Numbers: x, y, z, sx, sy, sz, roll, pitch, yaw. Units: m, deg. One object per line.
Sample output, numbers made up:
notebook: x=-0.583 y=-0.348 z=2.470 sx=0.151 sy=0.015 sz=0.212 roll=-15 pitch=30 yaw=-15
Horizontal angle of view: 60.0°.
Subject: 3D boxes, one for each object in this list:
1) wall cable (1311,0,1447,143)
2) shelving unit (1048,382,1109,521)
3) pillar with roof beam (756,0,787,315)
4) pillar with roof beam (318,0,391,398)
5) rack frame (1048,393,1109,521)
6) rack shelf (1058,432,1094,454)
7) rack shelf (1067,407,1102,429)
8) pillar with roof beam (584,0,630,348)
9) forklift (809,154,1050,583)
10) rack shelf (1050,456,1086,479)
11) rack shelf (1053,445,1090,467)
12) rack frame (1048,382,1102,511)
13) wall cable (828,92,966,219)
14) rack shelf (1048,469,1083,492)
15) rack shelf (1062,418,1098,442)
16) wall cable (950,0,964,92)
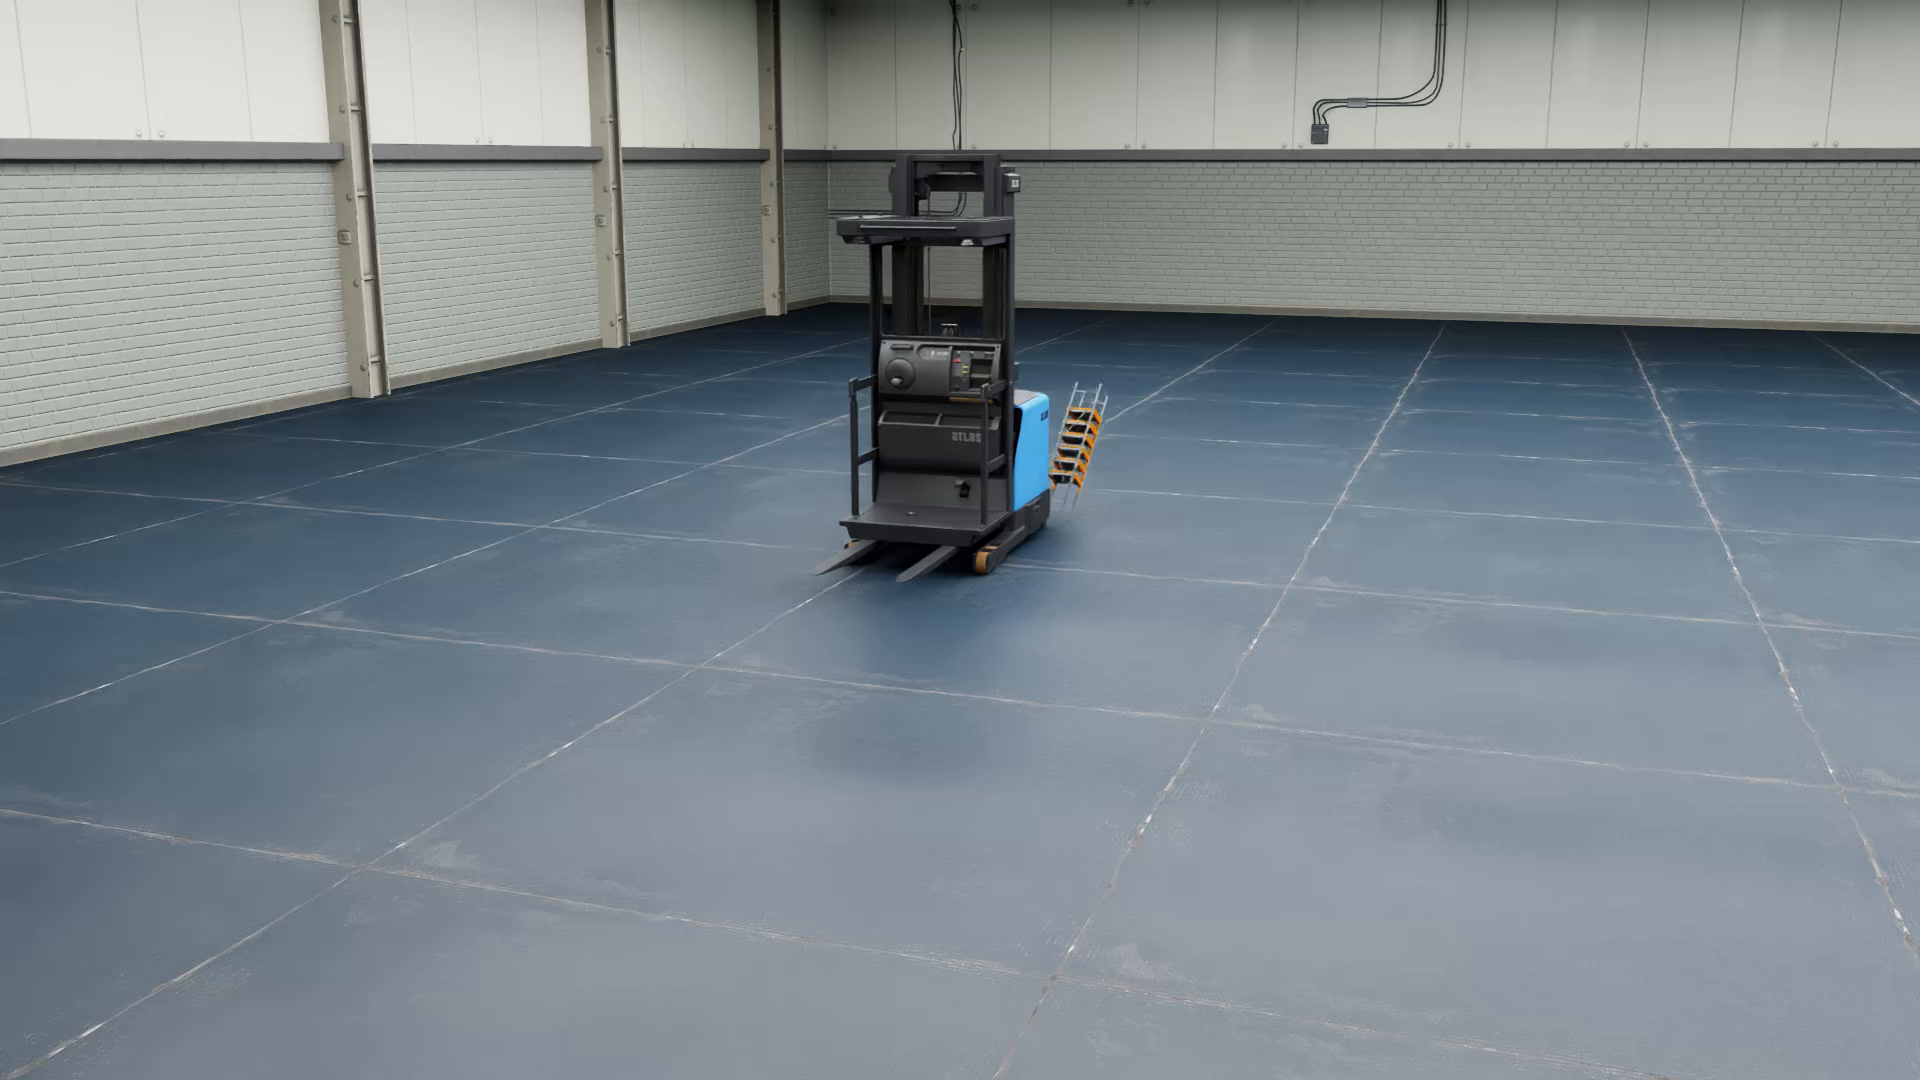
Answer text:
wall cable: x=7.632 y=-10.233 z=29.957 sx=2.305 sy=6.003 sz=0.169 roll=4 pitch=14 yaw=18
shelving unit: x=0.945 y=-0.746 z=13.856 sx=0.258 sy=1.200 sz=0.189 roll=7 pitch=-23 yaw=28
pillar with roof beam: x=0.524 y=-8.427 z=29.686 sx=9.100 sy=9.000 sz=0.400 roll=4 pitch=14 yaw=18
pillar with roof beam: x=-3.359 y=-5.900 z=18.616 sx=9.100 sy=9.000 sz=0.400 roll=4 pitch=14 yaw=18
rack frame: x=0.979 y=-0.706 z=13.930 sx=0.240 sy=1.200 sz=0.006 roll=7 pitch=-23 yaw=28
rack shelf: x=0.967 y=-0.813 z=13.882 sx=0.258 sy=0.103 sz=0.180 roll=7 pitch=-23 yaw=28
rack shelf: x=1.037 y=-1.027 z=13.965 sx=0.258 sy=0.103 sz=0.180 roll=7 pitch=-23 yaw=28
pillar with roof beam: x=-1.418 y=-7.164 z=24.151 sx=9.100 sy=9.000 sz=0.400 roll=4 pitch=14 yaw=18
forklift: x=-0.215 y=-1.283 z=12.022 sx=1.130 sy=2.935 sz=3.031 roll=4 pitch=14 yaw=18
rack shelf: x=0.896 y=-0.600 z=13.799 sx=0.258 sy=0.103 sz=0.180 roll=7 pitch=-23 yaw=28
rack shelf: x=0.932 y=-0.707 z=13.840 sx=0.258 sy=0.103 sz=0.180 roll=7 pitch=-23 yaw=28
rack frame: x=0.910 y=-0.787 z=13.781 sx=0.240 sy=1.200 sz=0.006 roll=7 pitch=-23 yaw=28
wall cable: x=-1.345 y=-7.748 z=33.690 sx=3.097 sy=2.526 sz=0.112 roll=4 pitch=14 yaw=18
rack shelf: x=0.861 y=-0.493 z=13.757 sx=0.258 sy=0.103 sz=0.180 roll=7 pitch=-23 yaw=28
rack shelf: x=1.002 y=-0.920 z=13.924 sx=0.258 sy=0.103 sz=0.180 roll=7 pitch=-23 yaw=28
wall cable: x=1.215 y=-10.016 z=32.275 sx=3.097 sy=2.526 sz=0.112 roll=4 pitch=14 yaw=18
